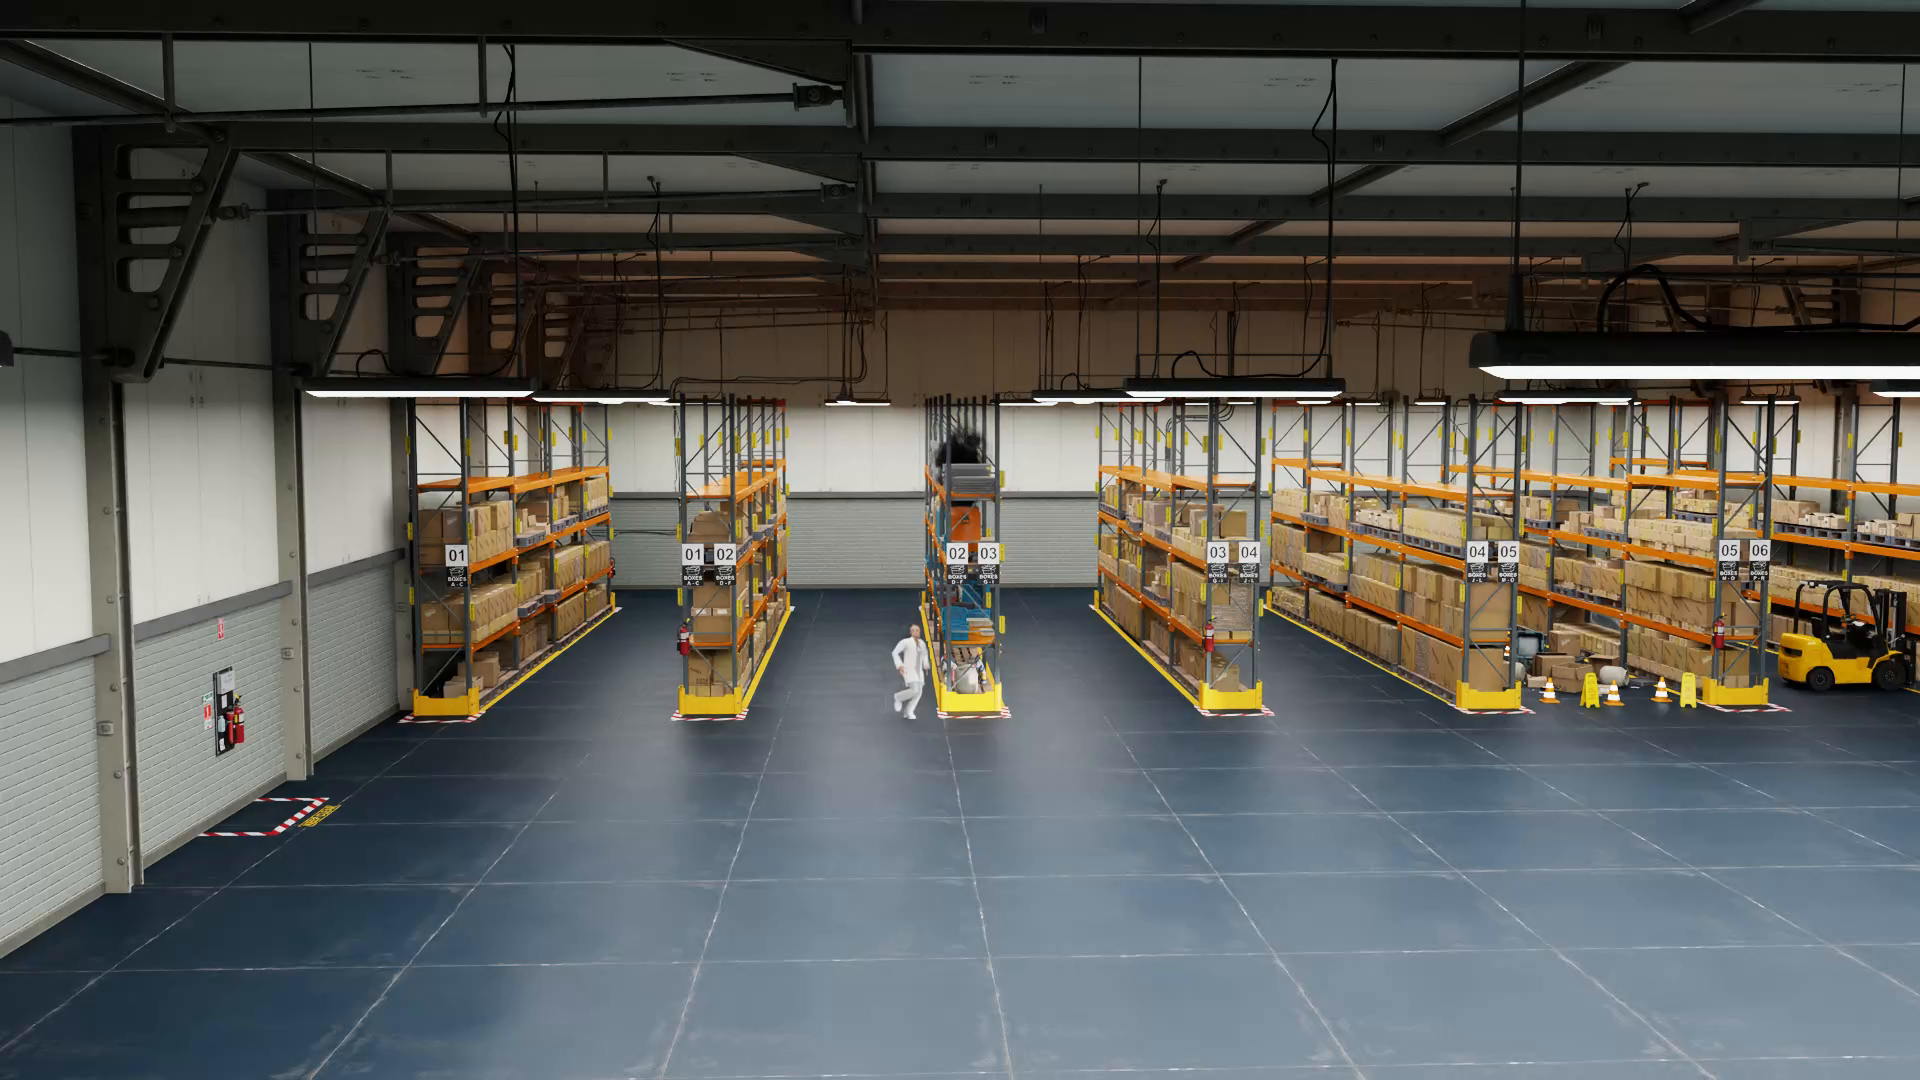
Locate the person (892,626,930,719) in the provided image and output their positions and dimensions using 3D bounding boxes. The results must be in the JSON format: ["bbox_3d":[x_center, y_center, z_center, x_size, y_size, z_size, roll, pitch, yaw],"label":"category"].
[{"bbox_3d":[-0.861,2.438,30.838,0.763,1.699,0.593,-4,6,-43],"label":"person"}]

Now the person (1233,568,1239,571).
[{"bbox_3d":[7.718,1.251,45.782,0.742,1.718,0.765,1,5,8],"label":"person"}]
